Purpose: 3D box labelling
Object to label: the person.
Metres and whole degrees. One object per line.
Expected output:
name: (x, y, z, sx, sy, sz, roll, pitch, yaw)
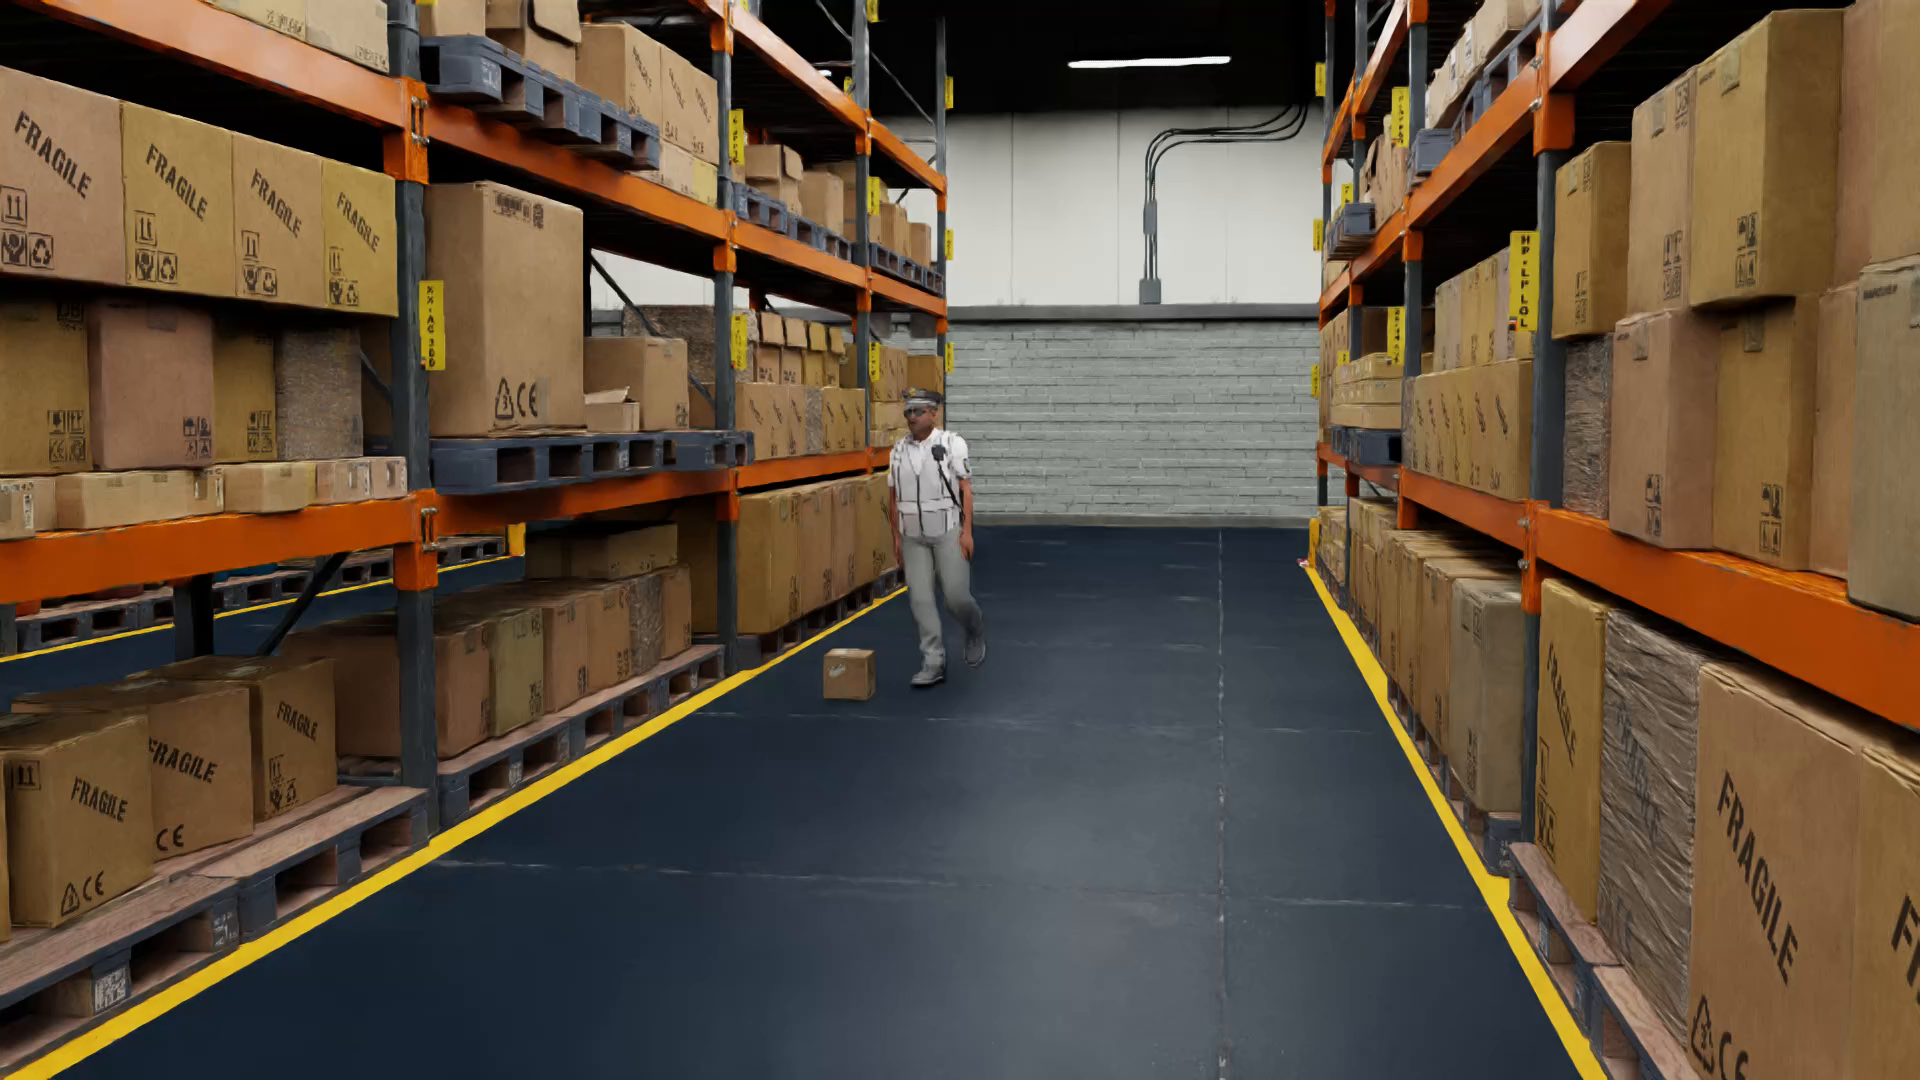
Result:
person: (-0.161, -0.042, 9.997, 0.571, 1.748, 0.725, 2, 5, 20)
